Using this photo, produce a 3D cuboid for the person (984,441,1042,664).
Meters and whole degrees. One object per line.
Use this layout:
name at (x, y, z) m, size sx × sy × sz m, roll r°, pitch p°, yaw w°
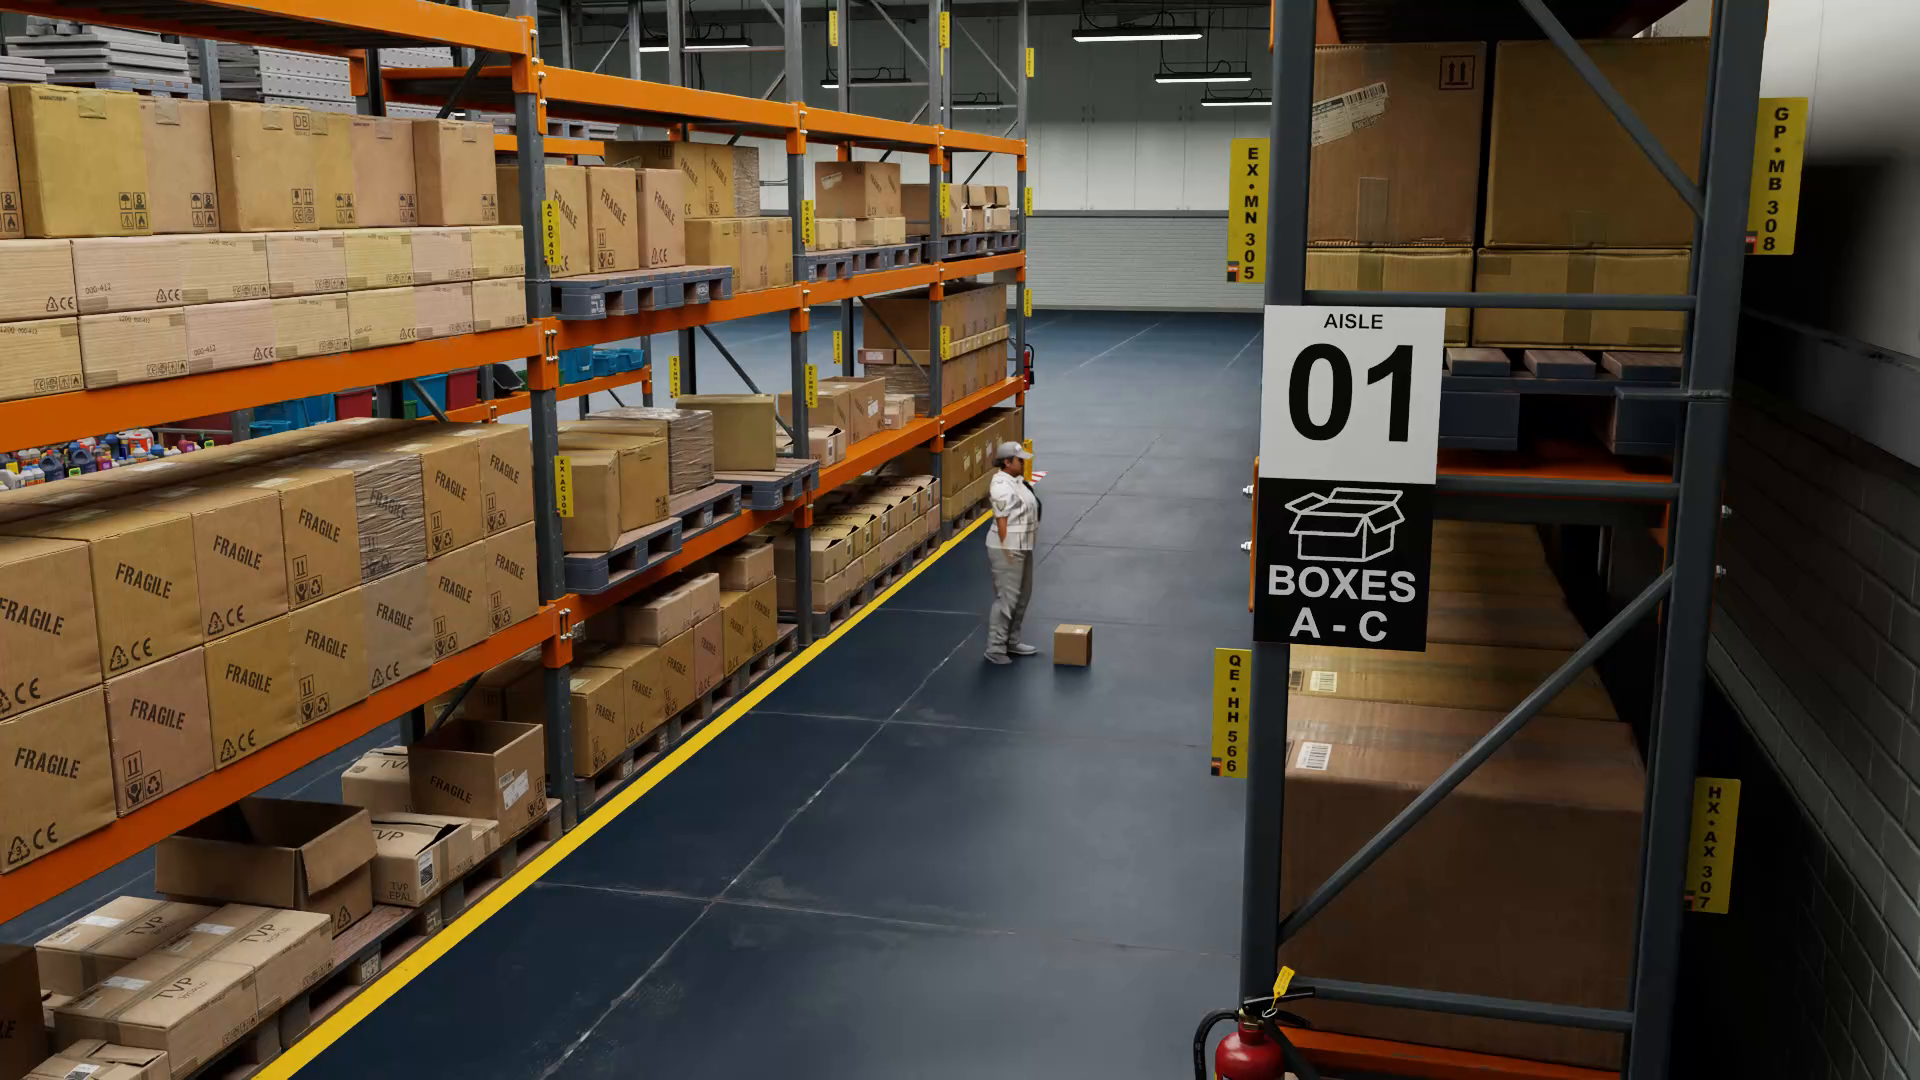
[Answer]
person at (0.399, 0.103, 12.577) m, size 0.385 × 1.709 × 0.468 m, roll 3°, pitch 12°, yaw 15°
